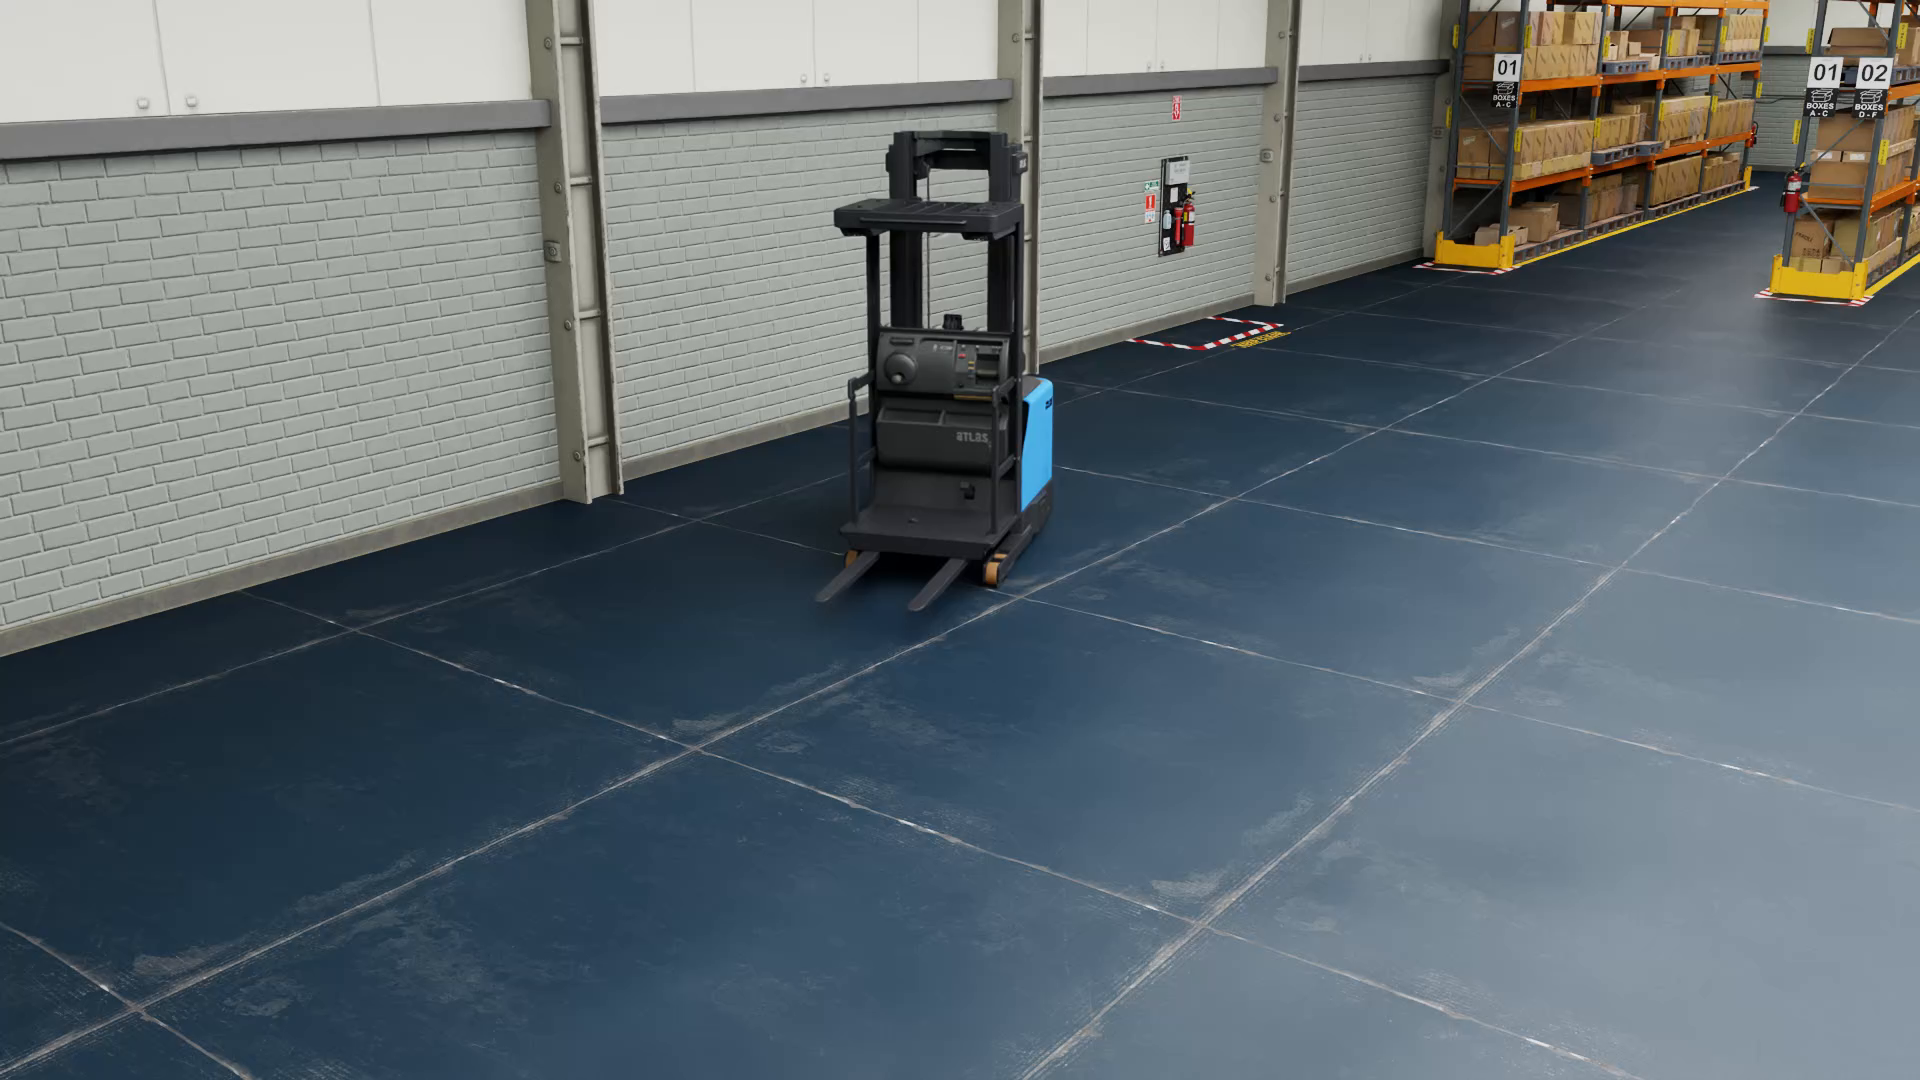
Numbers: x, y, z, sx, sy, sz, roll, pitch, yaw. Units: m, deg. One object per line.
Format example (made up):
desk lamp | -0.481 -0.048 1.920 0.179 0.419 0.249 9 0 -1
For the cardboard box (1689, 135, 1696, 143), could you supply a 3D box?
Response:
cardboard box | 14.790 -8.184 33.931 0.380 0.149 0.250 12 21 35

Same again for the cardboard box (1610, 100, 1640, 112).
cardboard box | 12.875 -8.375 32.188 0.500 0.250 0.500 13 22 36

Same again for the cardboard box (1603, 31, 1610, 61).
cardboard box | 10.819 -8.508 28.649 0.500 0.500 0.500 16 24 42

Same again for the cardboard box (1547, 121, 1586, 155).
cardboard box | 10.103 -6.720 27.781 0.500 0.500 0.500 12 21 34

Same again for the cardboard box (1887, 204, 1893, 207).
cardboard box | 15.327 -5.502 27.885 0.500 0.311 0.500 12 21 34

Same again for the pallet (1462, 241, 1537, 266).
pallet | 8.604 -4.632 26.804 1.003 0.211 1.213 12 21 35

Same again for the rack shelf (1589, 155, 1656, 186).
rack shelf | 11.621 -6.844 30.438 1.077 0.370 4.000 12 21 35

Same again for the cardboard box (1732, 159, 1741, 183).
cardboard box | 17.242 -8.392 37.716 0.700 0.500 0.500 12 21 35

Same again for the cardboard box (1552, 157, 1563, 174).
cardboard box | 9.501 -6.123 27.123 0.500 0.250 0.500 13 21 35

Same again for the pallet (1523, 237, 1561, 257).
pallet | 9.331 -4.922 27.736 1.003 0.211 1.213 12 21 35

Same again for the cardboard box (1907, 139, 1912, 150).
cardboard box | 14.271 -6.033 25.352 0.380 0.149 0.250 12 21 34

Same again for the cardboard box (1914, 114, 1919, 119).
cardboard box | 18.356 -7.742 31.241 0.500 0.500 0.700 -16 23 -42

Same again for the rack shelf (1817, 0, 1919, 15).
rack shelf | 13.218 -7.691 23.724 1.077 0.370 4.000 12 21 35

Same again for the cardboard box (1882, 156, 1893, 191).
cardboard box | 13.235 -5.410 24.439 0.700 0.500 0.500 13 22 36

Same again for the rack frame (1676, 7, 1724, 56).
rack frame | 15.196 -11.482 34.044 1.000 3.000 0.127 12 21 35

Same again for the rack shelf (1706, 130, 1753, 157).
rack shelf | 16.388 -8.750 36.574 1.077 0.370 4.000 12 21 35

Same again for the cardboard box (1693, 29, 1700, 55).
cardboard box | 14.583 -10.117 33.796 0.700 0.500 0.500 11 20 32

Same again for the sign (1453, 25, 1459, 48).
sign | 7.612 -7.717 25.485 0.100 0.325 0.005 12 21 35

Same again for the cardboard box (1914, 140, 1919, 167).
cardboard box | 15.493 -6.309 27.335 0.500 0.500 0.500 12 21 35

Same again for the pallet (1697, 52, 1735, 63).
pallet | 15.692 -10.200 35.123 1.003 0.211 1.213 12 21 35

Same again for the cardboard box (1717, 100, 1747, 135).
cardboard box | 16.859 -9.414 36.996 0.980 0.700 0.700 12 21 34

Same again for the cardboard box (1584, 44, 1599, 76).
cardboard box | 10.325 -8.037 27.805 0.500 0.500 0.500 13 22 36

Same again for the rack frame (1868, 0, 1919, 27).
rack frame | 14.410 -8.702 25.092 1.000 3.000 0.127 12 21 35

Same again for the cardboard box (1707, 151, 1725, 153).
cardboard box | 17.156 -8.767 37.829 0.380 0.149 0.250 13 21 35

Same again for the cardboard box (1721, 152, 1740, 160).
cardboard box | 17.312 -8.639 37.418 0.380 0.149 0.250 12 21 34

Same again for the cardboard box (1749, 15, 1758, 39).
cardboard box | 17.055 -11.197 36.296 0.500 0.500 0.500 13 22 36

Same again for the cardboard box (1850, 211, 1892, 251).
cardboard box | 13.421 -4.575 24.582 0.500 0.500 0.500 12 21 35

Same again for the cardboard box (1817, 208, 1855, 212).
cardboard box | 13.286 -4.789 25.271 0.500 0.500 0.500 12 21 35

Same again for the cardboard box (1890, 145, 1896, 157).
cardboard box | 13.350 -5.663 24.160 0.380 0.149 0.250 13 21 35

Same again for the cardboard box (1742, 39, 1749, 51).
cardboard box | 16.741 -10.708 35.987 0.500 0.250 0.500 12 21 33

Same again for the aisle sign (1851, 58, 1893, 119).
aisle sign | 12.233 -6.056 22.304 0.394 0.787 0.004 12 21 35

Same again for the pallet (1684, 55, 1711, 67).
pallet | 14.689 -9.731 33.786 0.805 0.209 1.217 11 21 33

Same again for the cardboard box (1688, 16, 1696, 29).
cardboard box | 14.566 -10.479 33.697 0.500 0.250 0.500 14 22 39

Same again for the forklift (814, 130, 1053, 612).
forklift | -0.174 -1.216 11.217 1.130 2.935 3.031 5 18 15

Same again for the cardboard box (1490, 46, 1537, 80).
cardboard box | 8.446 -7.284 25.381 0.500 0.500 0.500 13 22 36

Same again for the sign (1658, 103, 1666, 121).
sign | 13.254 -8.086 31.404 0.100 0.325 0.005 12 21 35

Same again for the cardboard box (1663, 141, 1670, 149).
cardboard box | 13.578 -7.698 32.364 0.380 0.149 0.250 13 22 36

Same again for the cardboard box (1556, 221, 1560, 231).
cardboard box | 10.135 -5.436 28.725 0.380 0.166 0.250 9 20 28

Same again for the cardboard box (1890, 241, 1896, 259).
cardboard box | 14.003 -4.458 25.469 0.500 0.250 0.500 12 21 35

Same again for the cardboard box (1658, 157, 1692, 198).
cardboard box | 14.386 -7.401 33.934 0.750 0.750 0.750 13 22 36

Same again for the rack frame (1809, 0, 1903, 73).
rack frame | 12.026 -7.749 22.024 1.000 3.000 0.127 12 21 35

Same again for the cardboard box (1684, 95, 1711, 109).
cardboard box | 15.123 -9.018 34.257 0.500 0.250 0.500 13 22 36

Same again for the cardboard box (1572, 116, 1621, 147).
cardboard box | 11.466 -7.379 30.036 0.700 0.500 0.500 16 24 42

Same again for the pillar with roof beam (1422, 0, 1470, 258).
pillar with roof beam | 11.226 -8.182 23.419 9.100 9.000 0.400 12 21 35

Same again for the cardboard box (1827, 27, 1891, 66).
cardboard box | 12.372 -6.770 22.809 0.797 0.503 0.637 14 22 38

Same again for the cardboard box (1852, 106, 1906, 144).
cardboard box | 13.551 -6.158 24.659 0.700 0.500 0.500 12 21 35

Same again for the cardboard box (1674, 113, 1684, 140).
cardboard box | 13.924 -8.175 32.807 0.500 0.500 0.500 12 21 34

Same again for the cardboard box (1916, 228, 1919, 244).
cardboard box | 15.461 -5.022 27.286 0.500 0.250 0.500 12 21 33

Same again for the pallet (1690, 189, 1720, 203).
pallet | 15.712 -7.452 35.886 1.003 0.211 1.213 12 21 35

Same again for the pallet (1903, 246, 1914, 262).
pallet | 14.817 -4.688 26.982 1.003 0.211 1.213 12 21 35

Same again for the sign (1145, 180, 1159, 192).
sign | 2.288 -4.223 19.832 0.001 0.109 0.331 12 21 35

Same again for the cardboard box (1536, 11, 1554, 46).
cardboard box | 8.810 -7.885 25.632 0.500 0.500 0.500 12 21 34

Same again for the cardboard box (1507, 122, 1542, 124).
cardboard box | 9.369 -6.692 27.690 0.500 0.500 0.500 13 22 36

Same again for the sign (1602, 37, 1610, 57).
sign | 10.870 -8.297 27.973 0.100 0.325 0.005 12 21 35

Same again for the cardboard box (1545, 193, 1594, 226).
cardboard box | 10.854 -5.906 29.677 0.700 0.500 0.500 13 22 37

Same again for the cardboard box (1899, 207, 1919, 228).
cardboard box | 15.466 -5.288 27.198 0.500 0.311 0.500 12 21 33
